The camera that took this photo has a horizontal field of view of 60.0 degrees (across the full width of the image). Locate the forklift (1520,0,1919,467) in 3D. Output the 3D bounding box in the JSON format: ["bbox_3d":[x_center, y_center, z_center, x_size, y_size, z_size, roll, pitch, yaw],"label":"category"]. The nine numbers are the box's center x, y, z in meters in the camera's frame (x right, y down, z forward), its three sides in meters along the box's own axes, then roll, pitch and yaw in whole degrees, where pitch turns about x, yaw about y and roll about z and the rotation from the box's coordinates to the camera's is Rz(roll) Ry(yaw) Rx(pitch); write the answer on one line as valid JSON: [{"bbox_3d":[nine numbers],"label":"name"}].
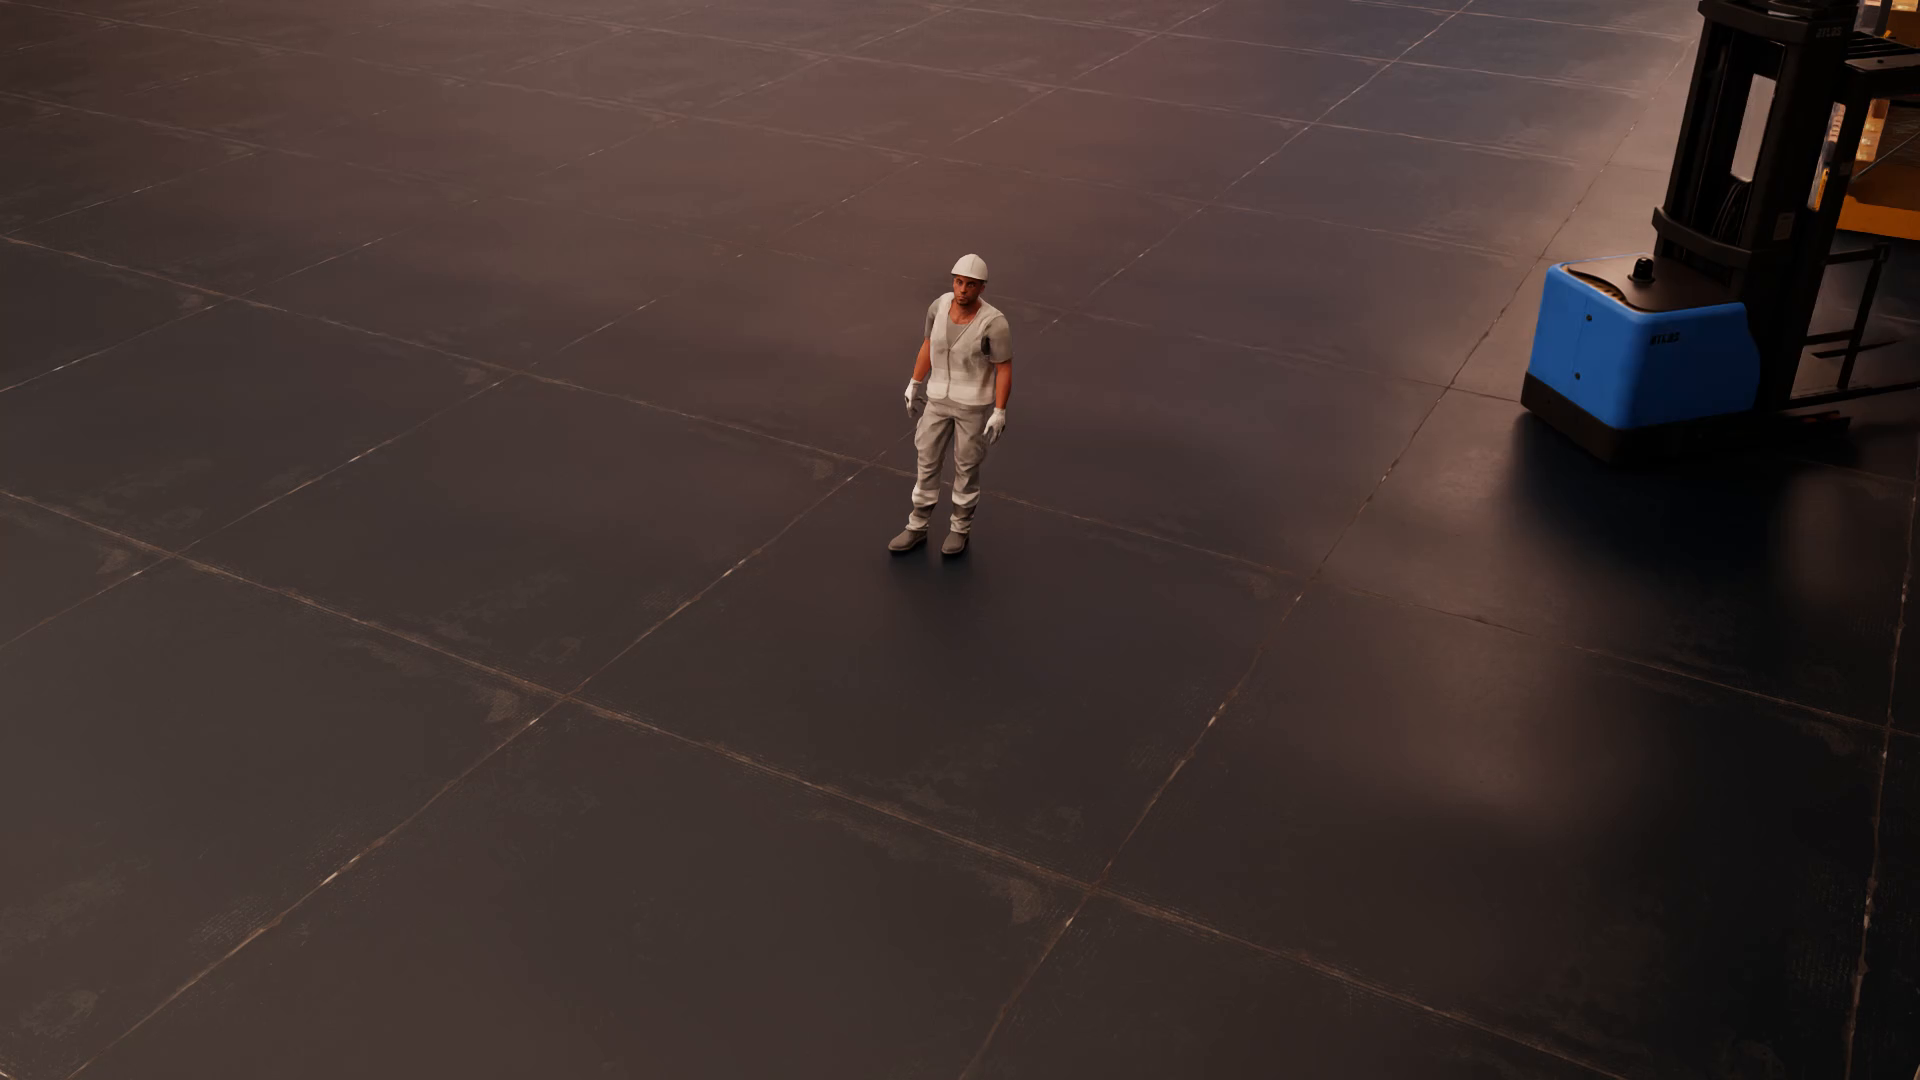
[{"bbox_3d":[5.450,-2.165,10.821,3.031,2.935,1.130,-9,31,-15],"label":"forklift"}]

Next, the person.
[{"bbox_3d":[-0.050,-0.749,9.497,0.637,1.787,0.564,15,33,25],"label":"person"}]
